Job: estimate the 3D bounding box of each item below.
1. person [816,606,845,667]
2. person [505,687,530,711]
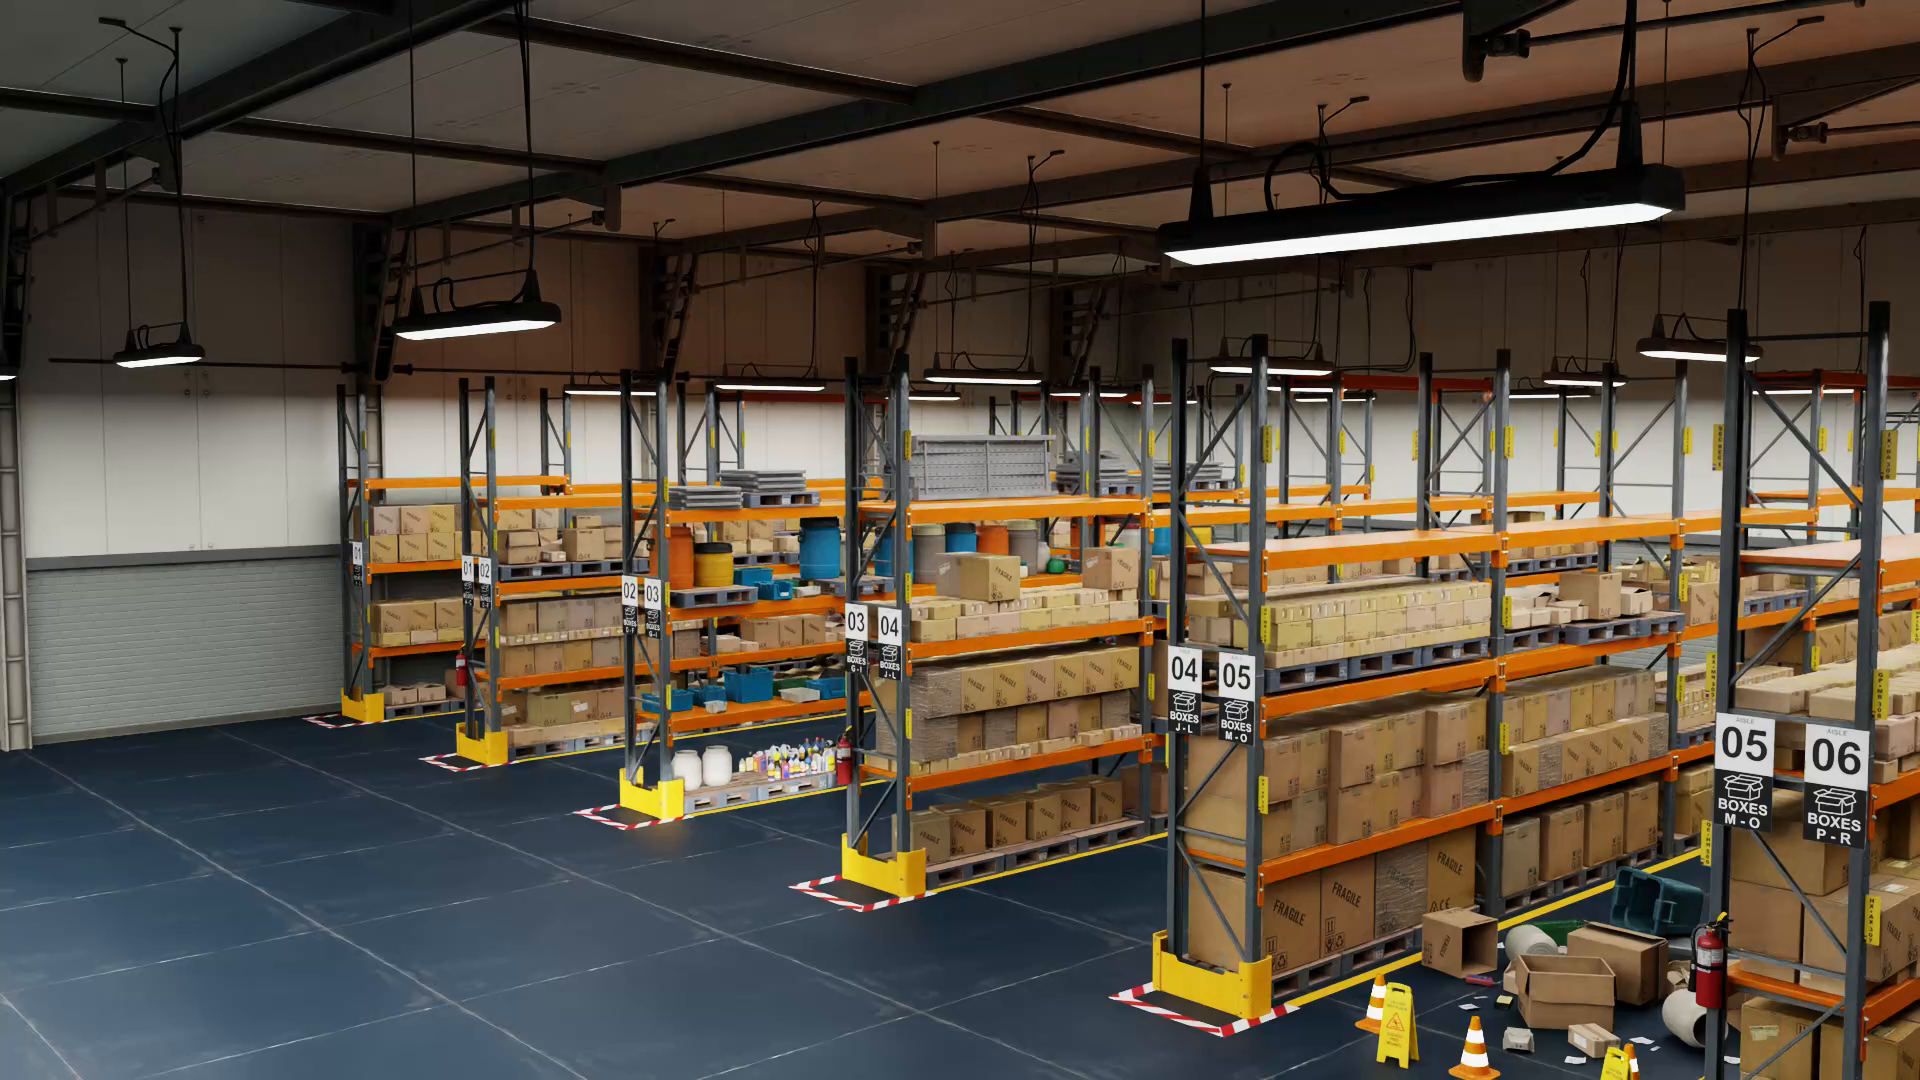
[{"bbox_3d":[-2.586,1.973,32.806,0.667,1.577,0.847,2,4,31],"label":"person"},{"bbox_3d":[-7.678,2.448,28.722,0.504,1.616,0.898,1,4,21],"label":"person"}]
